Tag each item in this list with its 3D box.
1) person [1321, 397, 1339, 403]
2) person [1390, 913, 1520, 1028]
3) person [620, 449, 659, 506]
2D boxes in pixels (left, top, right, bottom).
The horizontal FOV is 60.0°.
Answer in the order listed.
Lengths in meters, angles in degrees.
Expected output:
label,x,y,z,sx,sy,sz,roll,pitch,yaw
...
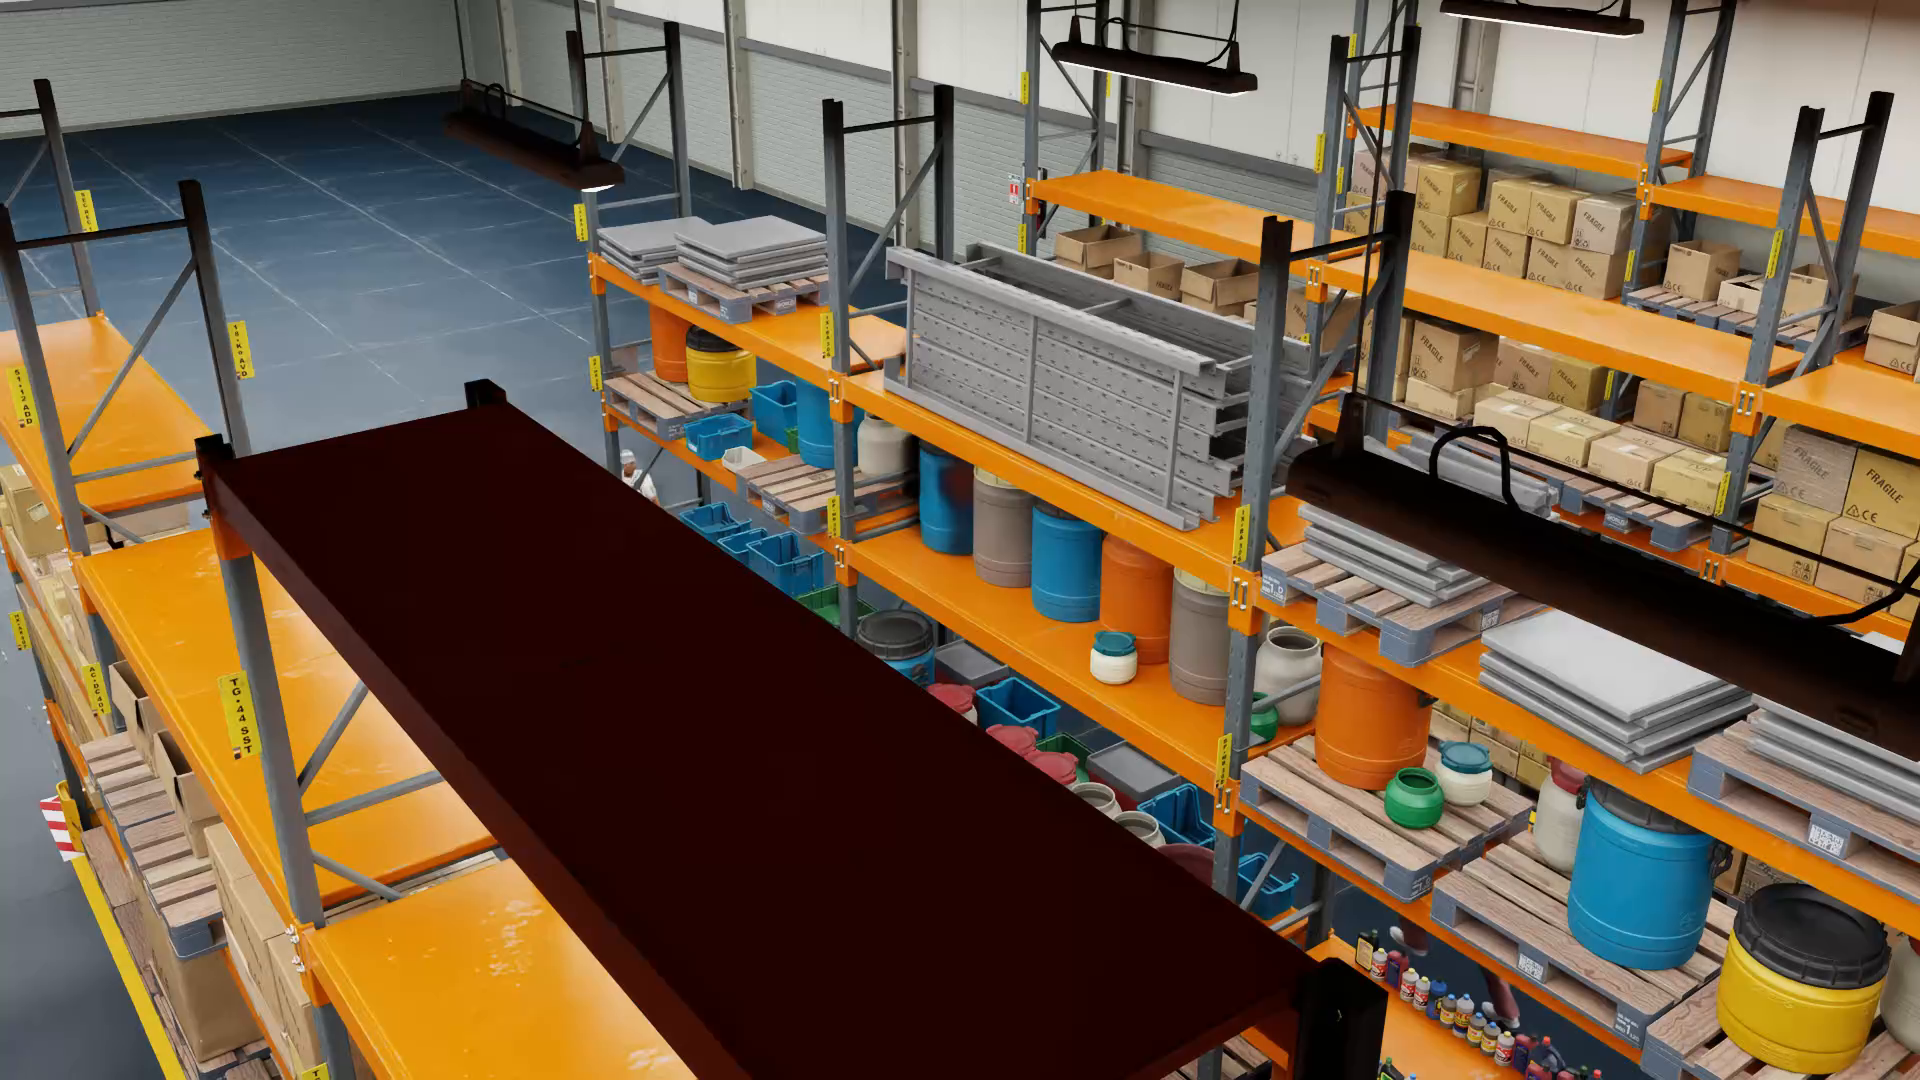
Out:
label,x,y,z,sx,sy,sz,roll,pitch,yaw
person,4.225,-1.040,19.189,0.720,1.786,0.547,3,25,7
person,3.504,2.534,11.522,0.467,1.587,1.031,-17,30,-32
person,-3.441,-0.177,17.413,0.483,1.605,1.002,21,32,38
